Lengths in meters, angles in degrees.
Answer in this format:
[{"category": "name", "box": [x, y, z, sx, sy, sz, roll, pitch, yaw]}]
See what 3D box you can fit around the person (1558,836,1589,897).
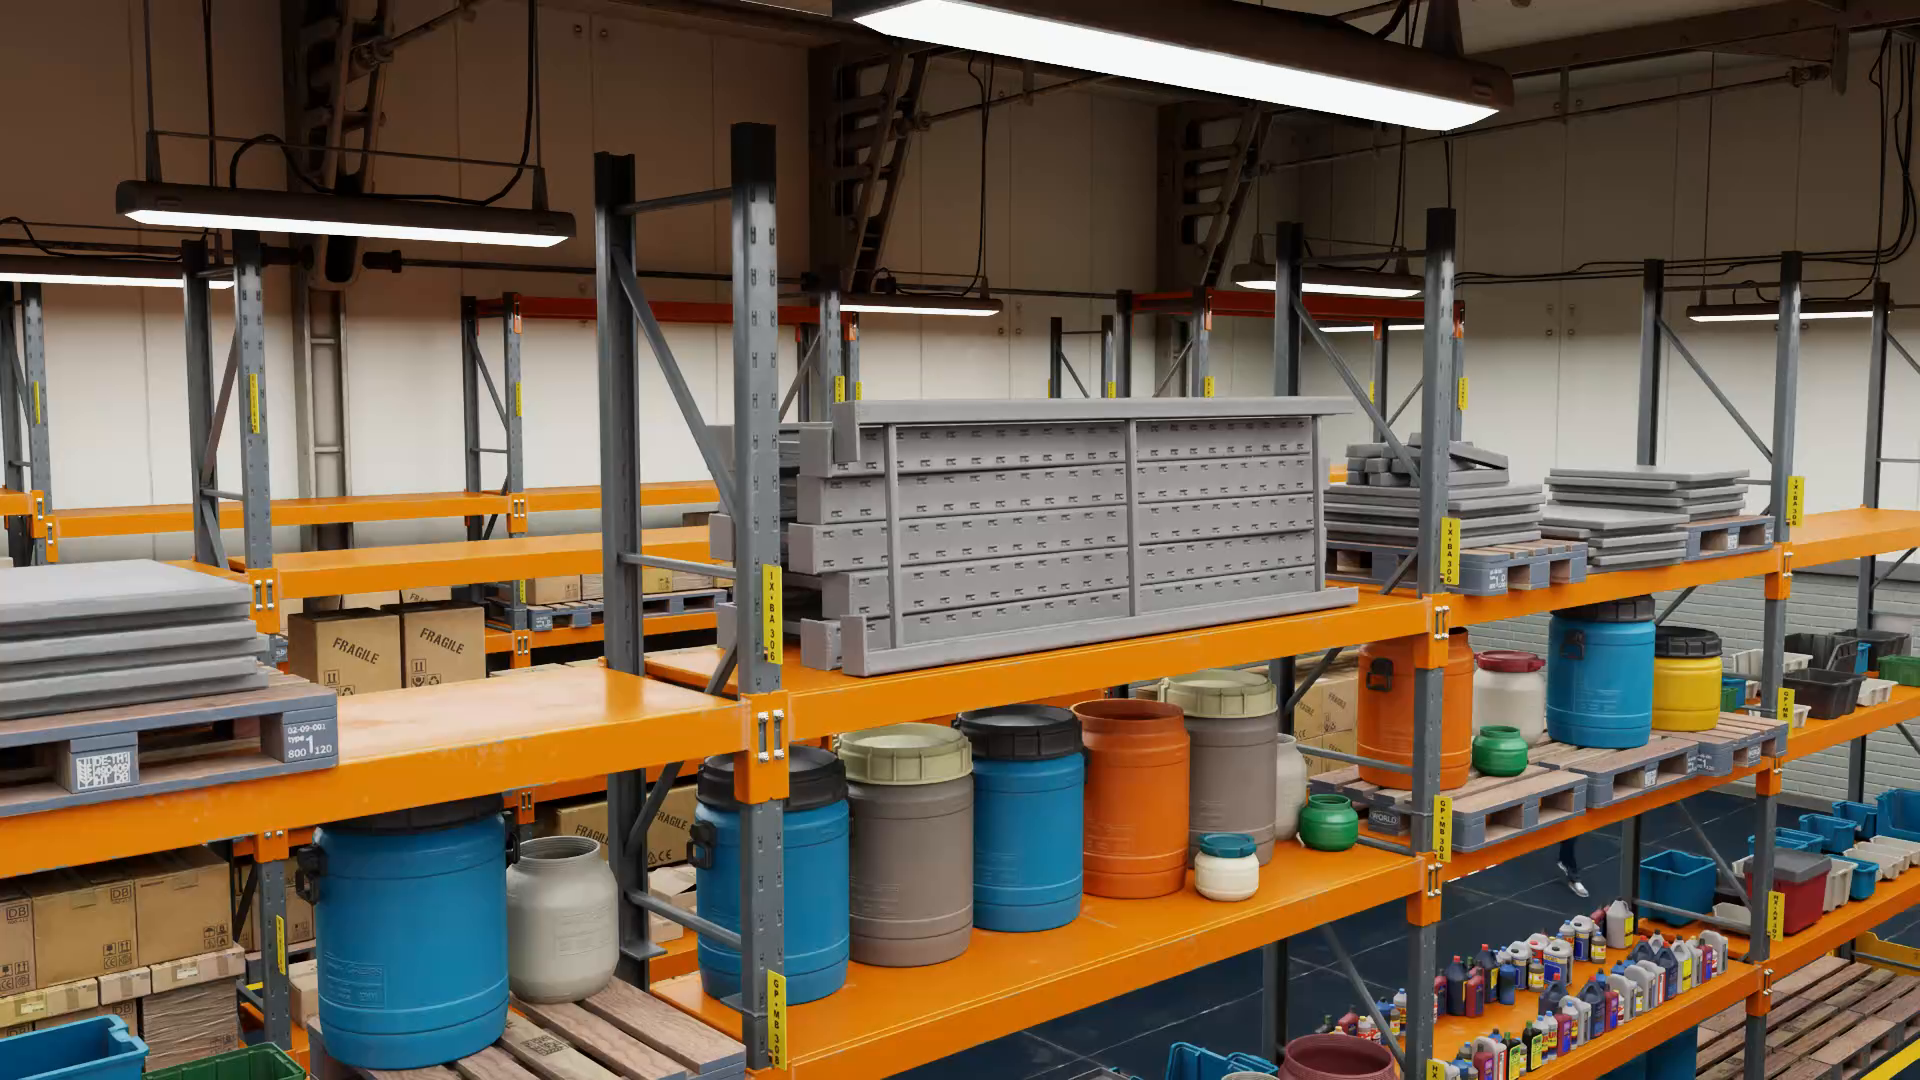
[{"category": "person", "box": [6.133, 2.766, 16.987, 0.586, 1.583, 0.760, 0, 5, -1]}]
